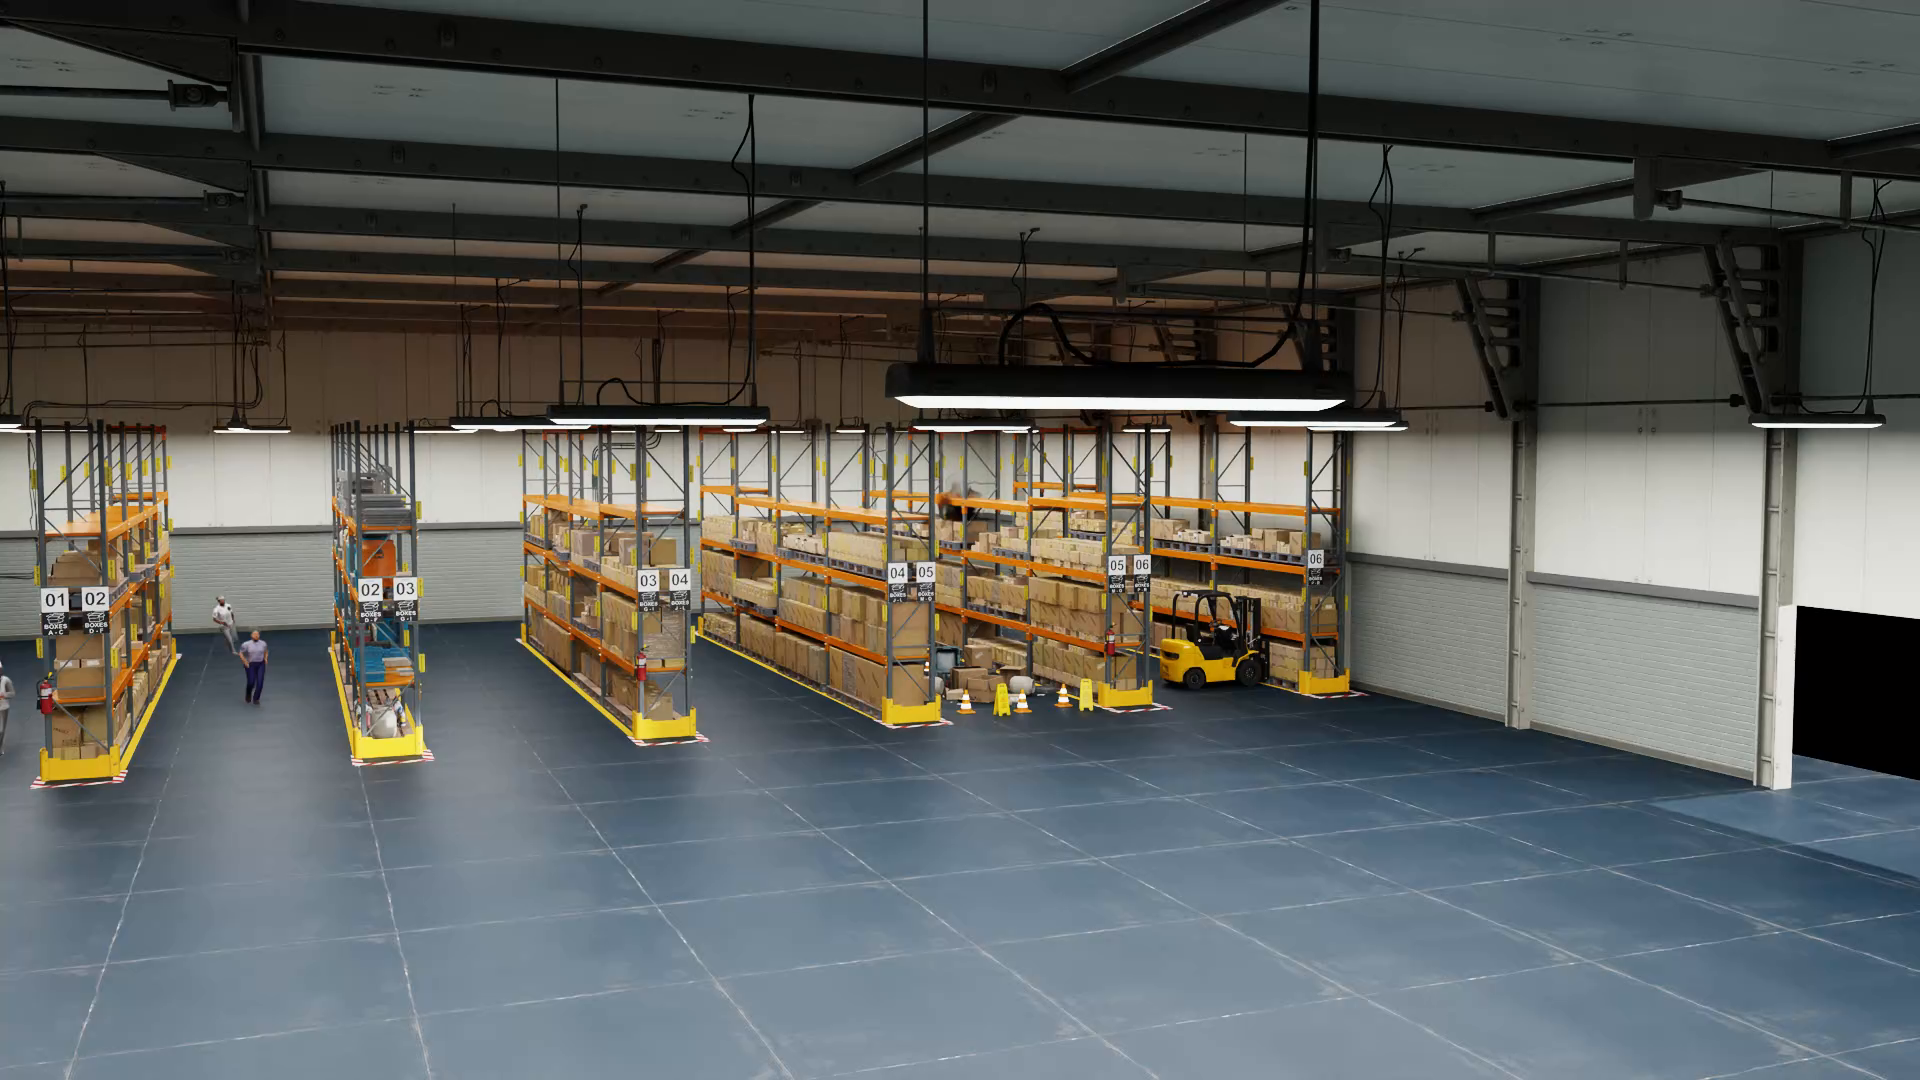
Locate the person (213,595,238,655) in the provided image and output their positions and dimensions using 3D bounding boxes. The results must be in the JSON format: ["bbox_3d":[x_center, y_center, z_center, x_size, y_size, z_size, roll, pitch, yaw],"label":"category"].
[{"bbox_3d":[-19.150,2.212,43.350,0.548,1.613,0.650,3,5,40],"label":"person"}]

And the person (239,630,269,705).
[{"bbox_3d":[-14.986,2.715,35.383,0.581,1.589,0.536,-3,4,-37],"label":"person"}]

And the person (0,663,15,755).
[{"bbox_3d":[-17.134,2.994,29.493,0.690,1.723,0.766,-2,4,-23],"label":"person"}]

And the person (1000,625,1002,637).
[{"bbox_3d":[1.004,1.971,46.690,0.625,1.658,0.591,-2,4,-25],"label":"person"}]
